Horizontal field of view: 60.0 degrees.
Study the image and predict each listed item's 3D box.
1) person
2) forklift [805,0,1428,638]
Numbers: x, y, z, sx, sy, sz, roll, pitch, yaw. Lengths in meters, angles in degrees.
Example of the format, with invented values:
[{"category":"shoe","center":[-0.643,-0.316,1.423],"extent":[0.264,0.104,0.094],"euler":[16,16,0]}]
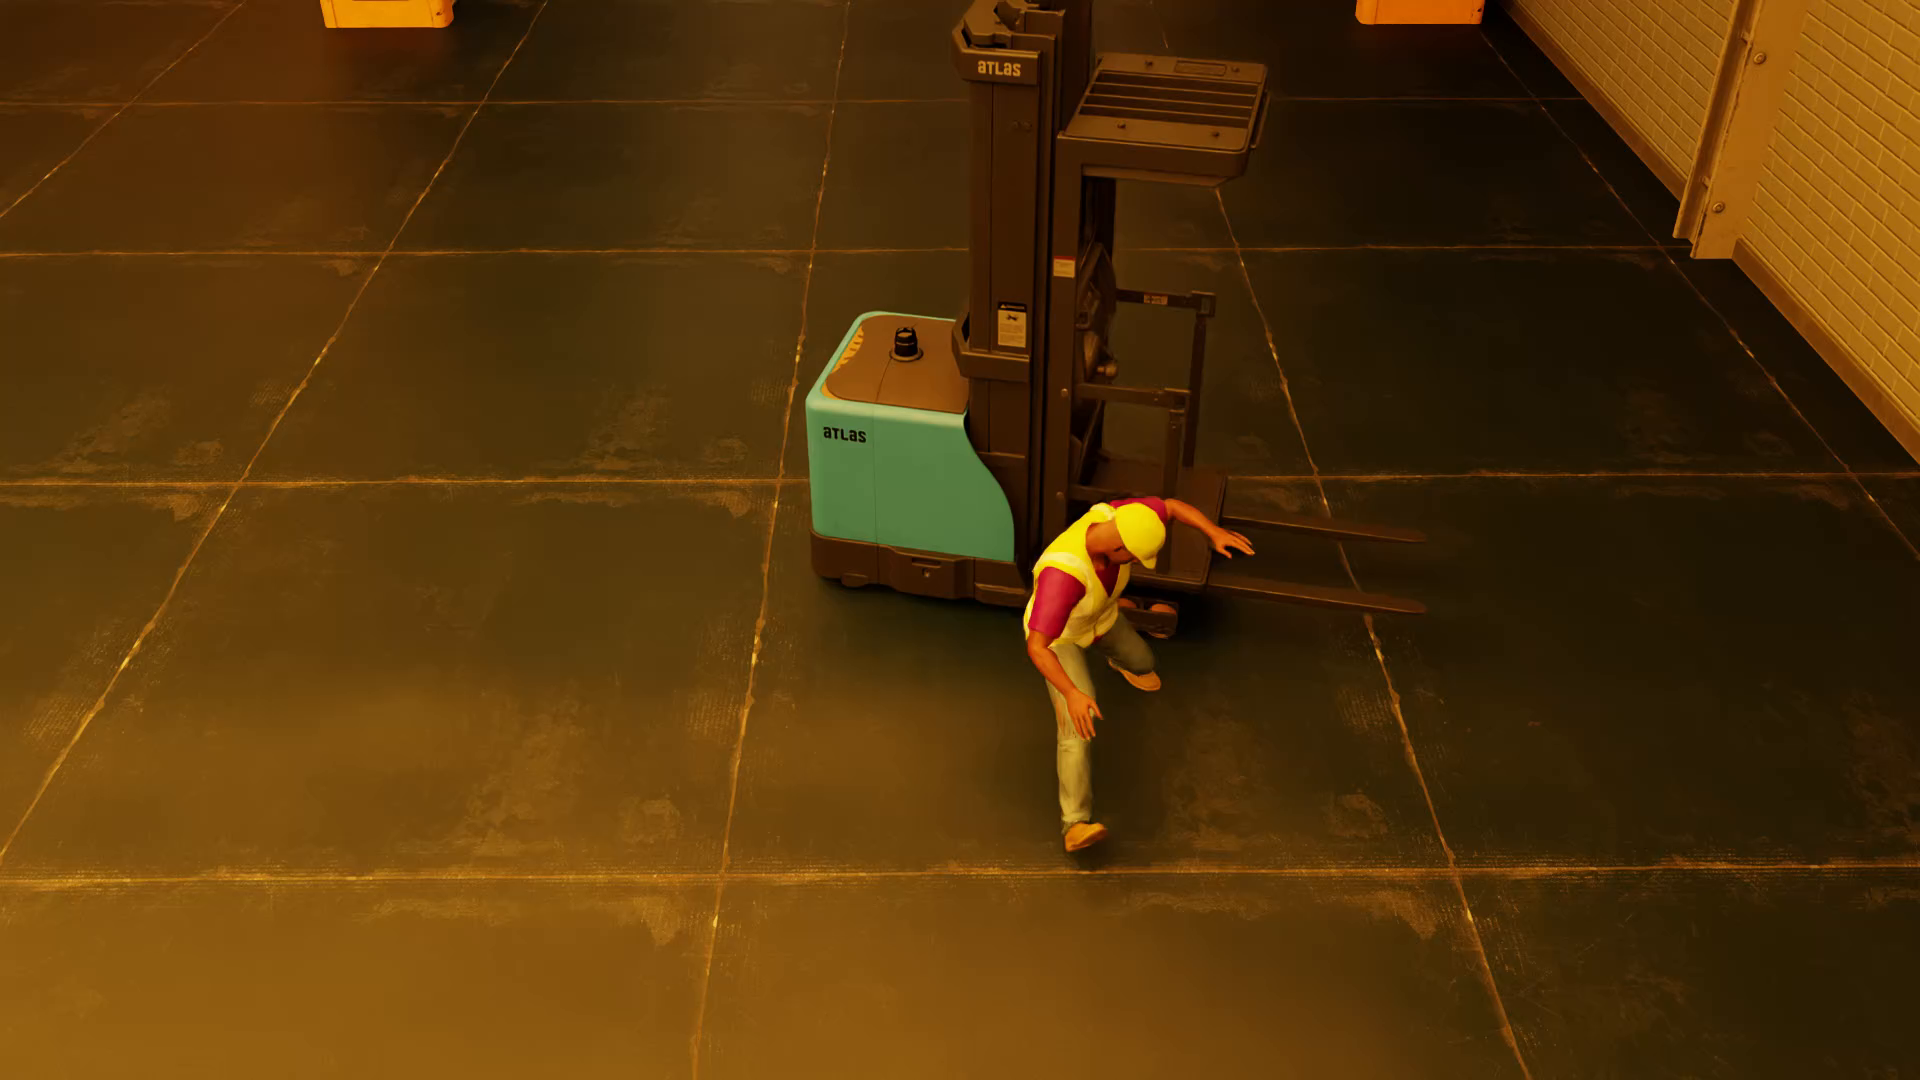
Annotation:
[{"category":"person","center":[0.642,0.402,6.980],"extent":[1.182,1.410,0.967],"euler":[-26,43,-33]},{"category":"forklift","center":[0.821,-1.062,7.744],"extent":[3.031,2.935,1.130],"euler":[8,35,11]}]
